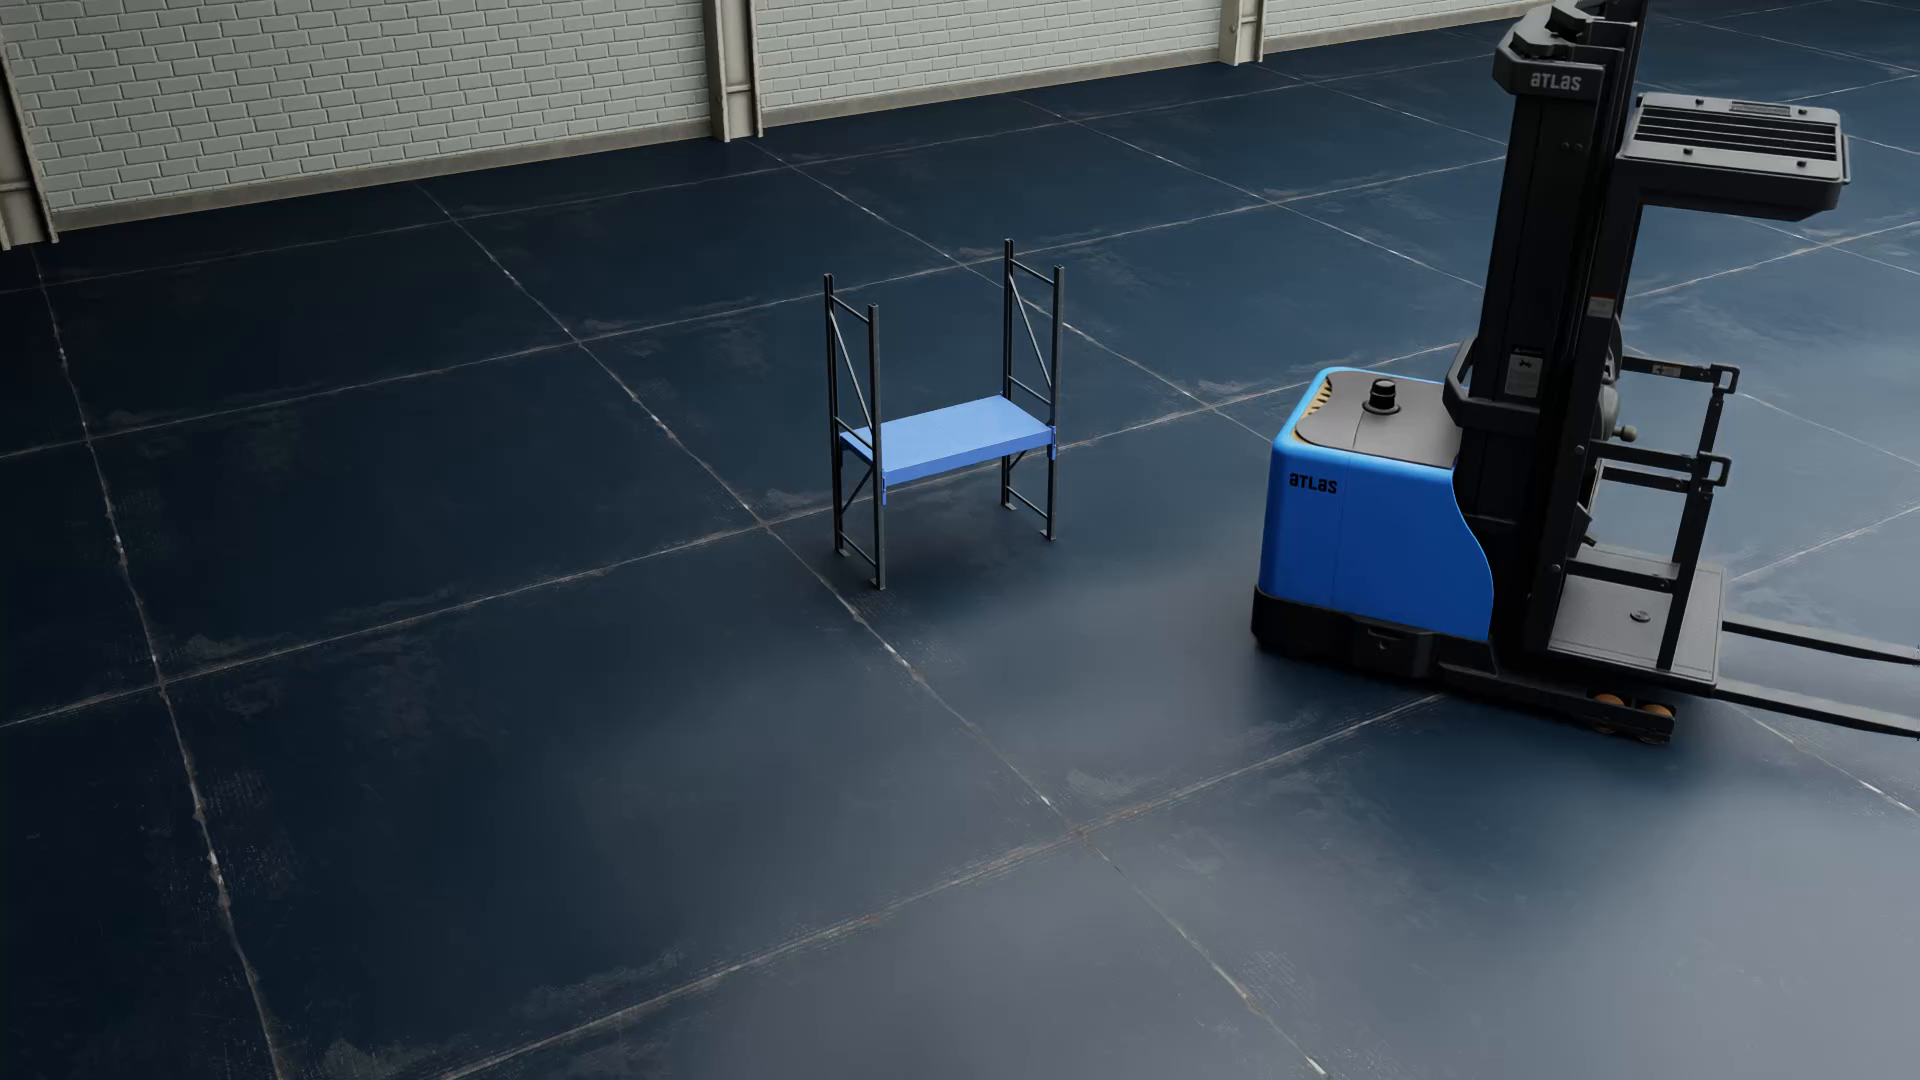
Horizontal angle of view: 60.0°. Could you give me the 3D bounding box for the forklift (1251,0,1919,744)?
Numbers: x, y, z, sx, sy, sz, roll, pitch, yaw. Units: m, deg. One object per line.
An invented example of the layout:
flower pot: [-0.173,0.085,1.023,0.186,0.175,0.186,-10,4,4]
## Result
forklift: [2.932,-0.699,6.983,3.031,2.935,1.130,12,31,21]

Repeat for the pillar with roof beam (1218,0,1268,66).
pillar with roof beam: [5.260,-7.421,12.883,0.400,9.000,9.100,-16,33,-26]

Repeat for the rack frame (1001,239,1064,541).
rack frame: [0.365,-0.760,8.575,0.032,1.500,0.500,-16,33,-26]

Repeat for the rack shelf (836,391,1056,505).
rack shelf: [-0.074,-0.478,8.437,1.000,0.185,0.538,-16,33,-26]

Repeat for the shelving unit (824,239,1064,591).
shelving unit: [-0.074,-0.636,8.350,1.048,1.500,0.538,-16,33,-26]

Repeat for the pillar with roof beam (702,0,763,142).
pillar with roof beam: [0.087,-5.952,10.222,0.400,9.000,9.100,-16,33,-26]

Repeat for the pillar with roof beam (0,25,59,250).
pillar with roof beam: [-5.087,-4.484,7.561,0.400,9.000,9.100,-16,33,-26]

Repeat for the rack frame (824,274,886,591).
rack frame: [-0.512,-0.511,8.124,0.032,1.500,0.500,-16,33,-26]
